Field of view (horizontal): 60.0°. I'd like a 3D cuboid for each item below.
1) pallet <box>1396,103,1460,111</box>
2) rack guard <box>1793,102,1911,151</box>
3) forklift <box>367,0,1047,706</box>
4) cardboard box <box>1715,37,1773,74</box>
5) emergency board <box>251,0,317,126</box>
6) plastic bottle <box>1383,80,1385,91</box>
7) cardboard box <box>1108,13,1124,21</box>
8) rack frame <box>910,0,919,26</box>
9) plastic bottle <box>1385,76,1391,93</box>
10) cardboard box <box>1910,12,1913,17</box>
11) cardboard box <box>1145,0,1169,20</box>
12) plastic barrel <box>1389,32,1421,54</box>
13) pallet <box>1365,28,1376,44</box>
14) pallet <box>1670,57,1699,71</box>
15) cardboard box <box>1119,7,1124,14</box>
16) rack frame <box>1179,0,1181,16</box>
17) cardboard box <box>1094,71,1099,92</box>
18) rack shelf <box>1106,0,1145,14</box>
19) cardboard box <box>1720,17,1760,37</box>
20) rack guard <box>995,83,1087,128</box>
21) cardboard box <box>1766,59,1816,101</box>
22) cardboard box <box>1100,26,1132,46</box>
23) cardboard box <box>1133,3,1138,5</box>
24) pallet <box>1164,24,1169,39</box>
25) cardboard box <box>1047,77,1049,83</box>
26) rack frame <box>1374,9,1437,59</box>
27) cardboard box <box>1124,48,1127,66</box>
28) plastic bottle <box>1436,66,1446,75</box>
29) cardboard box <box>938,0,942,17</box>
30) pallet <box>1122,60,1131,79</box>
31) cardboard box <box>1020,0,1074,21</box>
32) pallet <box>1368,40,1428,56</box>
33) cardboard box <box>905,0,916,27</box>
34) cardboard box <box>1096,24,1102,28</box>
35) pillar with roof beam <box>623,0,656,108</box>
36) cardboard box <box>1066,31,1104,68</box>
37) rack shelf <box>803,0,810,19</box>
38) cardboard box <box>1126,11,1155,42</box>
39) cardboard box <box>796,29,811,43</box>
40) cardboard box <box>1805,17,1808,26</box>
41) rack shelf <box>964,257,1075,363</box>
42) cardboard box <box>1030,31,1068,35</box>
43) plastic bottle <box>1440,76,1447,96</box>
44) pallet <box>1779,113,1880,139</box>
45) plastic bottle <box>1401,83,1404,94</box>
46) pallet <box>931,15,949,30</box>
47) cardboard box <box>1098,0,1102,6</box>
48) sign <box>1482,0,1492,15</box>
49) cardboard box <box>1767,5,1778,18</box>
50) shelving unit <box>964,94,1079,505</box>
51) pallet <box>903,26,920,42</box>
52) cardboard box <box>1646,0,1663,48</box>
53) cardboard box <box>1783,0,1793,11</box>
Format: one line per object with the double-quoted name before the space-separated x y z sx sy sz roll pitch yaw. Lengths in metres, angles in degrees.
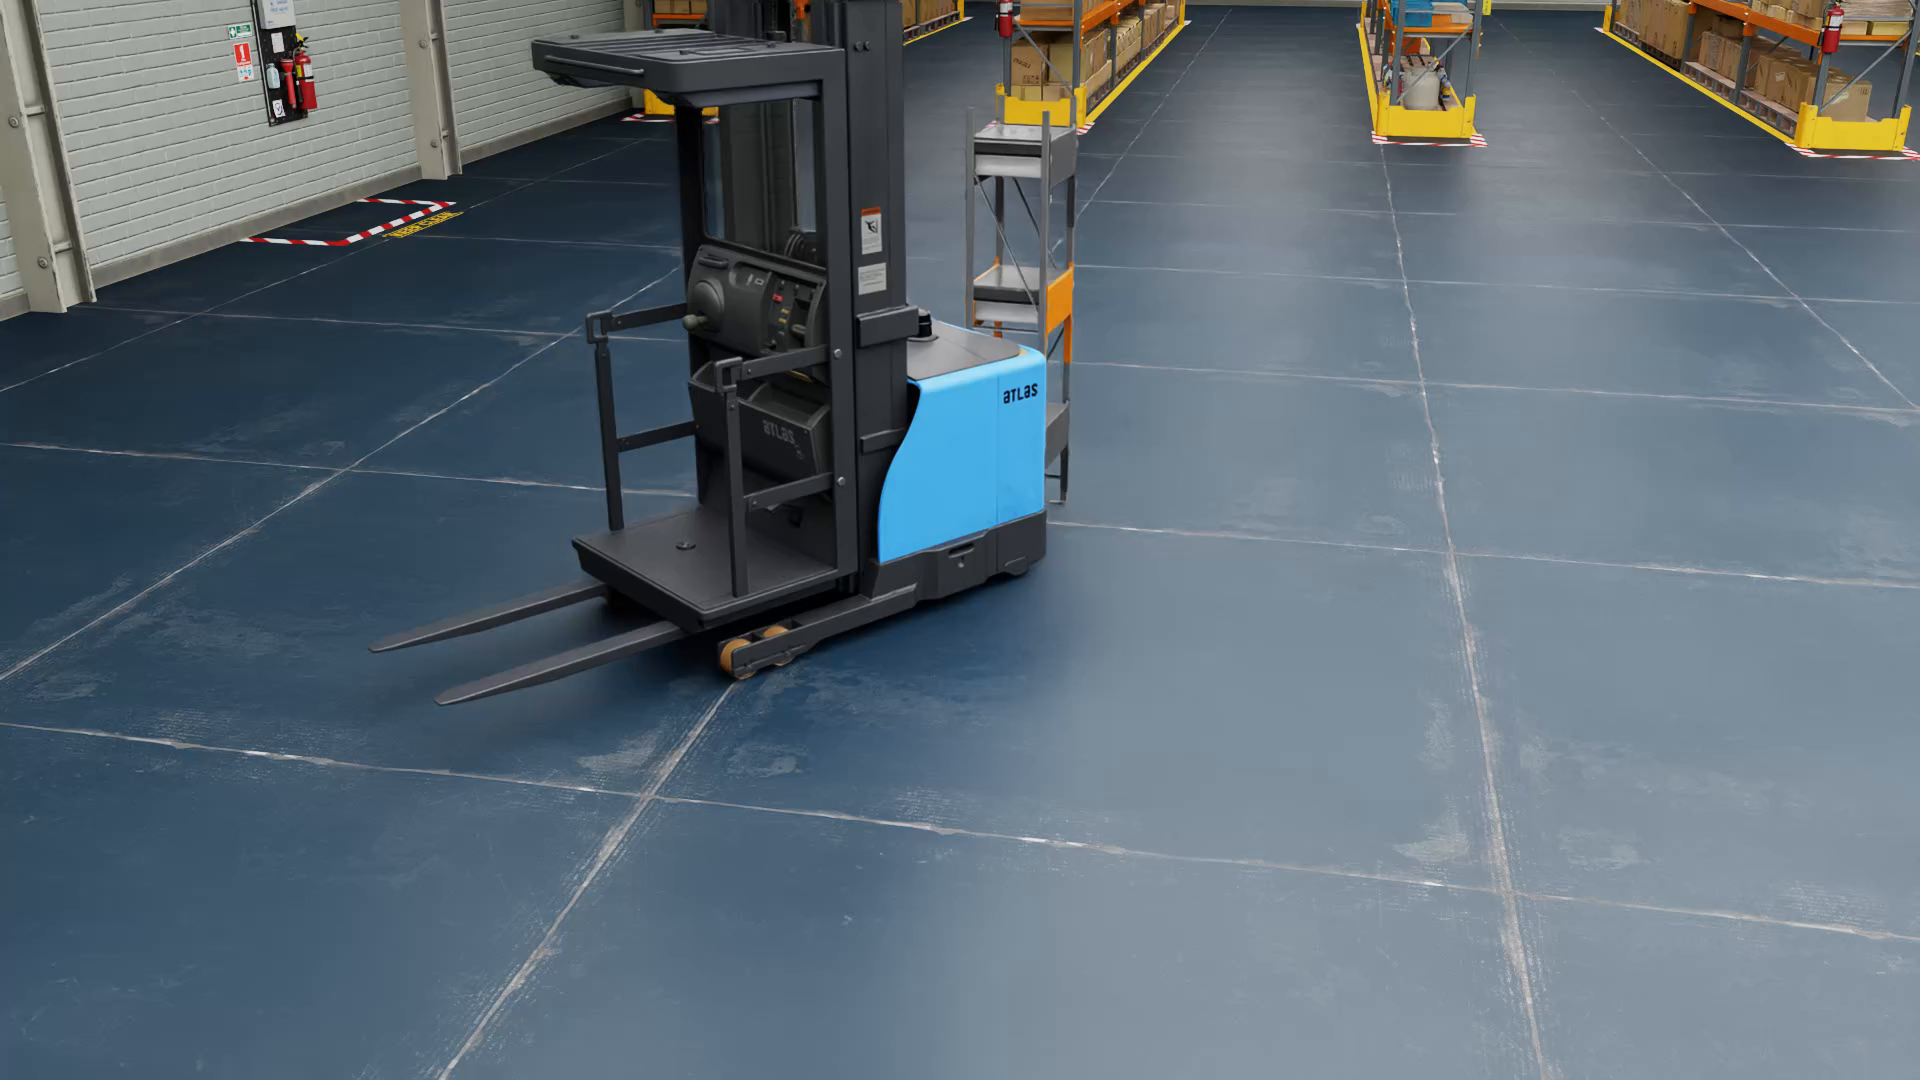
"pallet" 6.058 -5.548 21.846 1.003 0.211 1.213 4 22 11
"rack guard" 10.782 -5.004 20.109 1.175 0.500 0.348 4 22 11
"forklift" -1.027 -1.001 6.916 3.031 2.935 1.130 -18 28 -38
"cardboard box" 12.072 -7.448 25.588 0.700 0.500 0.500 6 23 15
"emergency board" -6.251 -4.495 15.499 0.194 1.169 0.643 4 22 11
"plastic bottle" 6.043 -6.448 23.504 0.097 0.201 0.097 0 22 0
"cardboard box" 2.662 -9.222 29.994 0.500 0.500 0.500 5 23 13
"rack frame" -1.333 -11.657 33.282 1.000 3.000 0.127 4 22 11
"plastic bottle" 5.869 -6.206 22.796 0.061 0.283 0.133 5 22 12
"cardboard box" 18.019 -9.790 31.106 0.380 0.149 0.250 3 22 8
"cardboard box" 3.896 -11.014 34.439 0.797 0.503 0.637 4 22 11
"plastic barrel" 7.633 -8.807 28.549 0.600 0.830 0.708 4 22 11
"pallet" 8.478 -9.880 32.603 1.003 0.211 1.213 4 22 11
"pallet" 12.633 -8.050 28.060 1.003 0.211 1.213 4 22 11
"cardboard box" 2.670 -9.591 29.906 0.500 0.250 0.500 5 23 13
"rack frame" 4.334 -12.744 35.980 1.000 3.000 0.127 4 22 11
"cardboard box" 1.704 -6.539 23.693 0.500 0.250 0.500 4 22 11
"rack shelf" 2.293 -8.753 27.034 1.077 0.370 4.000 4 22 11
"cardboard box" 12.193 -8.012 25.984 0.500 0.250 0.500 7 23 17
"rack guard" 1.064 -5.724 21.896 1.175 0.500 0.348 4 22 11
"cardboard box" 11.352 -6.280 22.716 0.500 0.500 0.500 12 25 28
"cardboard box" 2.526 -8.229 27.138 0.500 0.311 0.500 5 22 12
"cardboard box" 3.180 -10.167 32.340 0.500 0.500 0.500 3 22 8
"pallet" 3.659 -10.238 33.492 1.003 0.211 1.213 4 22 11
"cardboard box" 0.979 -6.214 22.885 0.500 0.250 0.500 4 22 11
"rack frame" 7.550 -9.439 27.775 1.000 3.000 0.127 4 22 11
"cardboard box" 2.419 -7.779 26.773 0.500 0.250 0.500 4 22 9
"plastic bottle" 6.779 -6.505 23.448 0.144 0.351 0.185 4 22 11
"cardboard box" -0.765 -11.524 35.737 0.700 0.500 0.500 4 22 9
"pallet" 2.244 -7.781 27.392 1.003 0.211 1.213 4 22 11
"cardboard box" 1.177 -7.108 21.854 0.700 0.500 0.500 4 22 11
"pallet" 7.921 -8.882 30.124 1.003 0.211 1.213 4 22 11
"cardboard box" -1.338 -10.607 32.991 0.750 0.750 0.750 5 22 12
"cardboard box" 2.102 -8.449 27.685 0.500 0.311 0.500 4 22 9
"pillar with roof beam" -0.271 -10.045 21.249 9.100 9.000 0.400 4 22 11
"cardboard box" 1.793 -7.071 24.009 0.500 0.500 0.500 4 22 11
"rack shelf" -2.557 -9.129 27.968 1.077 0.370 4.000 4 22 11
"cardboard box" 3.283 -9.382 30.391 0.500 0.500 0.500 4 22 10
"cardboard box" -2.831 -8.046 27.074 0.700 0.500 0.500 5 23 13
"cardboard box" 10.832 -6.504 20.824 0.380 0.149 0.250 4 22 11
"rack shelf" 0.299 -1.089 8.283 0.431 0.518 0.480 7 23 17
"cardboard box" 1.280 -7.111 24.109 0.500 0.500 0.500 4 22 11
"plastic bottle" 6.683 -6.253 22.927 0.097 0.271 0.097 0 22 0
"pallet" 10.982 -5.164 20.894 1.003 0.211 1.213 4 22 11
"plastic bottle" 6.095 -6.262 23.044 0.097 0.201 0.097 0 22 0
"pallet" -0.854 -11.083 35.590 1.003 0.211 1.213 4 22 11
"cardboard box" 1.700 -8.045 24.180 0.700 0.500 0.500 4 22 10
"sign" 6.455 -6.598 20.350 0.100 0.325 0.005 4 22 11
"cardboard box" 11.023 -7.062 22.209 0.380 0.149 0.250 4 22 11
"shelving unit" 0.299 -1.101 8.278 0.431 2.100 0.503 7 23 17
"pallet" -1.416 -10.075 33.088 1.003 0.211 1.213 4 22 11
"cardboard box" 12.922 -9.171 29.391 1.225 0.875 0.875 4 22 9
"cardboard box" 11.148 -7.072 21.367 0.875 0.500 0.500 4 22 11
